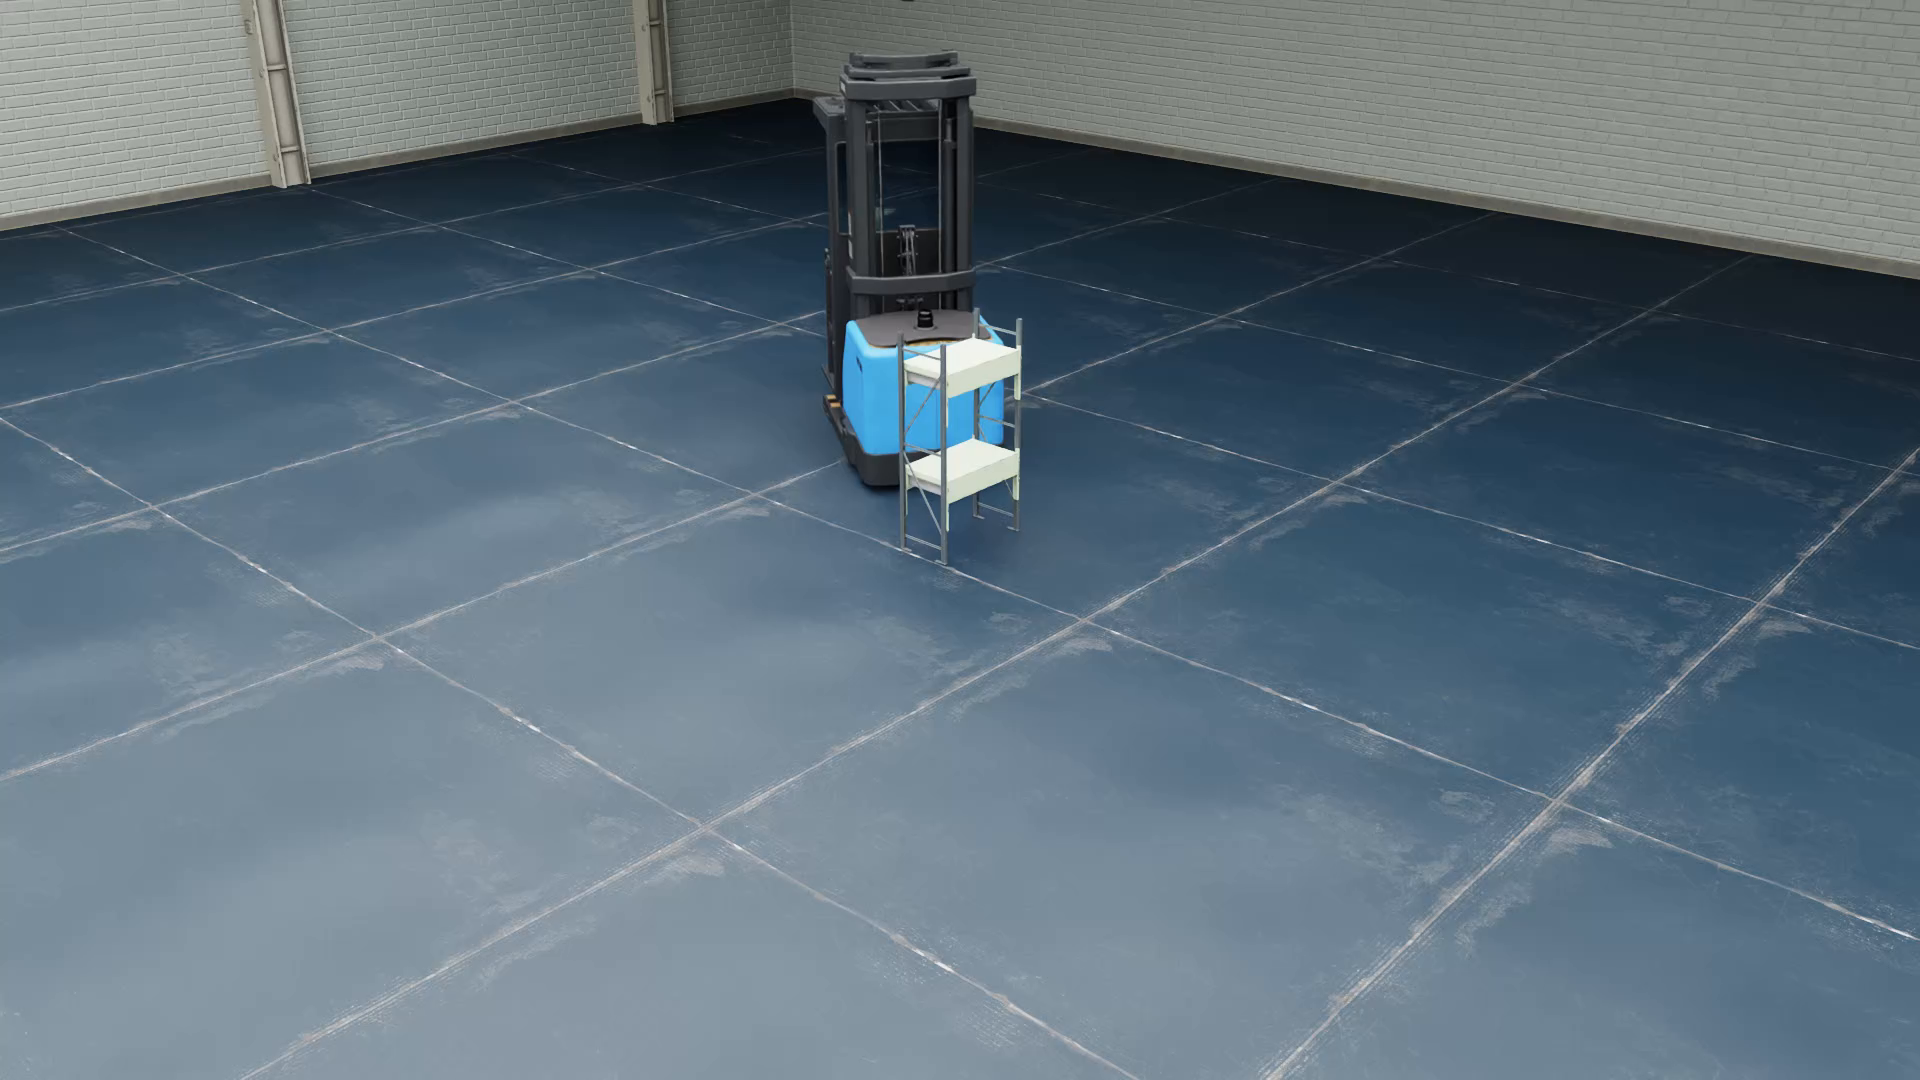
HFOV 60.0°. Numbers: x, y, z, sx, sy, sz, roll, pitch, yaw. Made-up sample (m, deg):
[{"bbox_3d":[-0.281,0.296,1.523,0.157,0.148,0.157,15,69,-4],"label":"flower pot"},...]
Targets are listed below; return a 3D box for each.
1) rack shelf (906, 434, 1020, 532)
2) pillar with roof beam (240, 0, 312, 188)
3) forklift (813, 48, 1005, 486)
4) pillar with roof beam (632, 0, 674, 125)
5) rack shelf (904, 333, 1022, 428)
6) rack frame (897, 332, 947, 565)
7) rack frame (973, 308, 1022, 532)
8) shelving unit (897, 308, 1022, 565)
[{"bbox_3d":[0.004,-0.389,11.081,0.431,0.370,0.720,20,31,38],"label":"rack shelf"},{"bbox_3d":[-5.447,-7.538,17.062,9.100,9.000,0.400,20,31,38],"label":"pillar with roof beam"},{"bbox_3d":[-0.496,-2.300,12.798,1.130,2.935,3.031,-5,25,-12],"label":"forklift"},{"bbox_3d":[-1.442,-9.366,21.140,9.100,9.000,0.400,20,31,38],"label":"pillar with roof beam"},{"bbox_3d":[0.004,-1.042,10.788,0.431,0.370,0.720,20,31,38],"label":"rack shelf"},{"bbox_3d":[-0.240,-0.575,10.699,0.400,1.500,0.023,20,31,38],"label":"rack frame"},{"bbox_3d":[0.249,-0.798,11.196,0.400,1.500,0.023,20,31,38],"label":"rack frame"},{"bbox_3d":[0.004,-0.686,10.948,0.431,1.500,0.755,20,31,38],"label":"shelving unit"}]
